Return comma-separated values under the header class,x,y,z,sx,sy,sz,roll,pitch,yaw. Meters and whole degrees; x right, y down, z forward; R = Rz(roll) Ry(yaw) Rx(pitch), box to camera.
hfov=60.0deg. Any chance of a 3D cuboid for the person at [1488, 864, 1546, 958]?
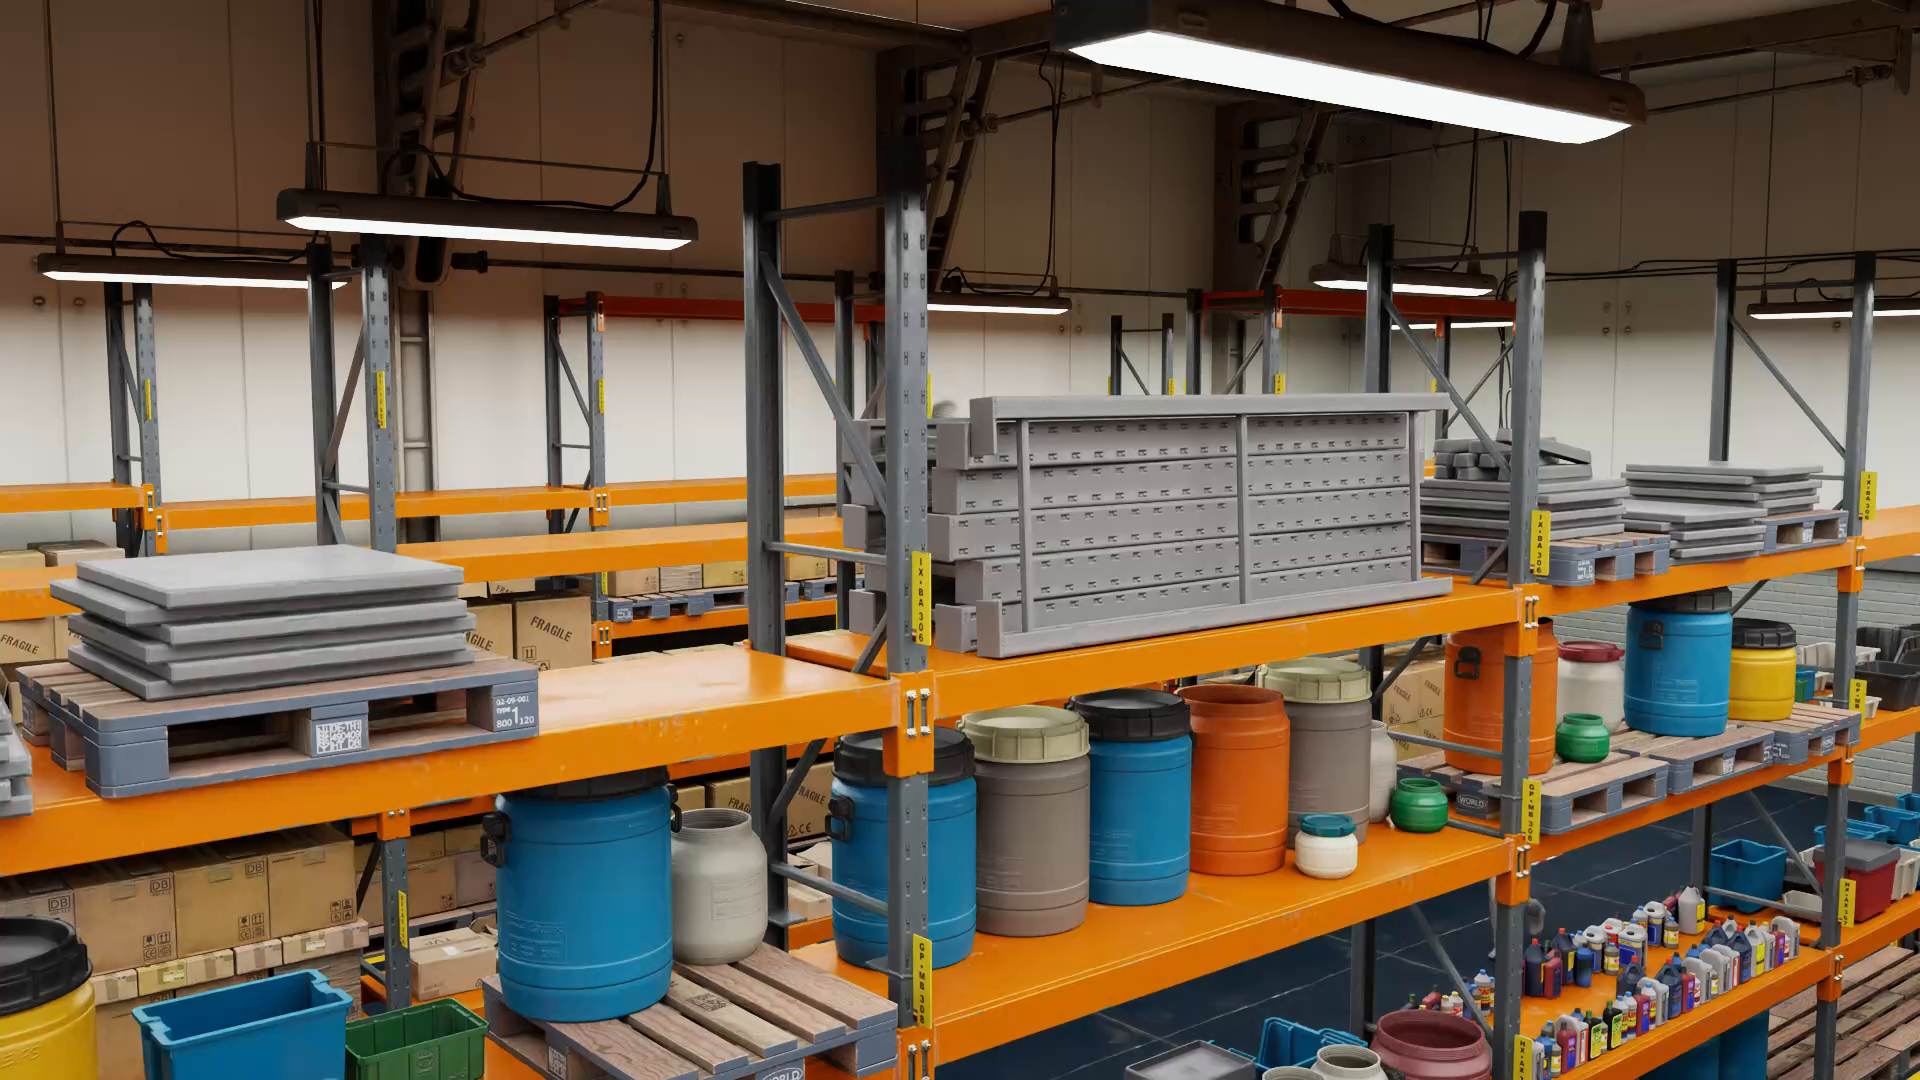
class,x,y,z,sx,sy,sz,roll,pitch,yaw
person,4.999,2.852,14.991,0.831,1.742,0.705,-5,8,-44
